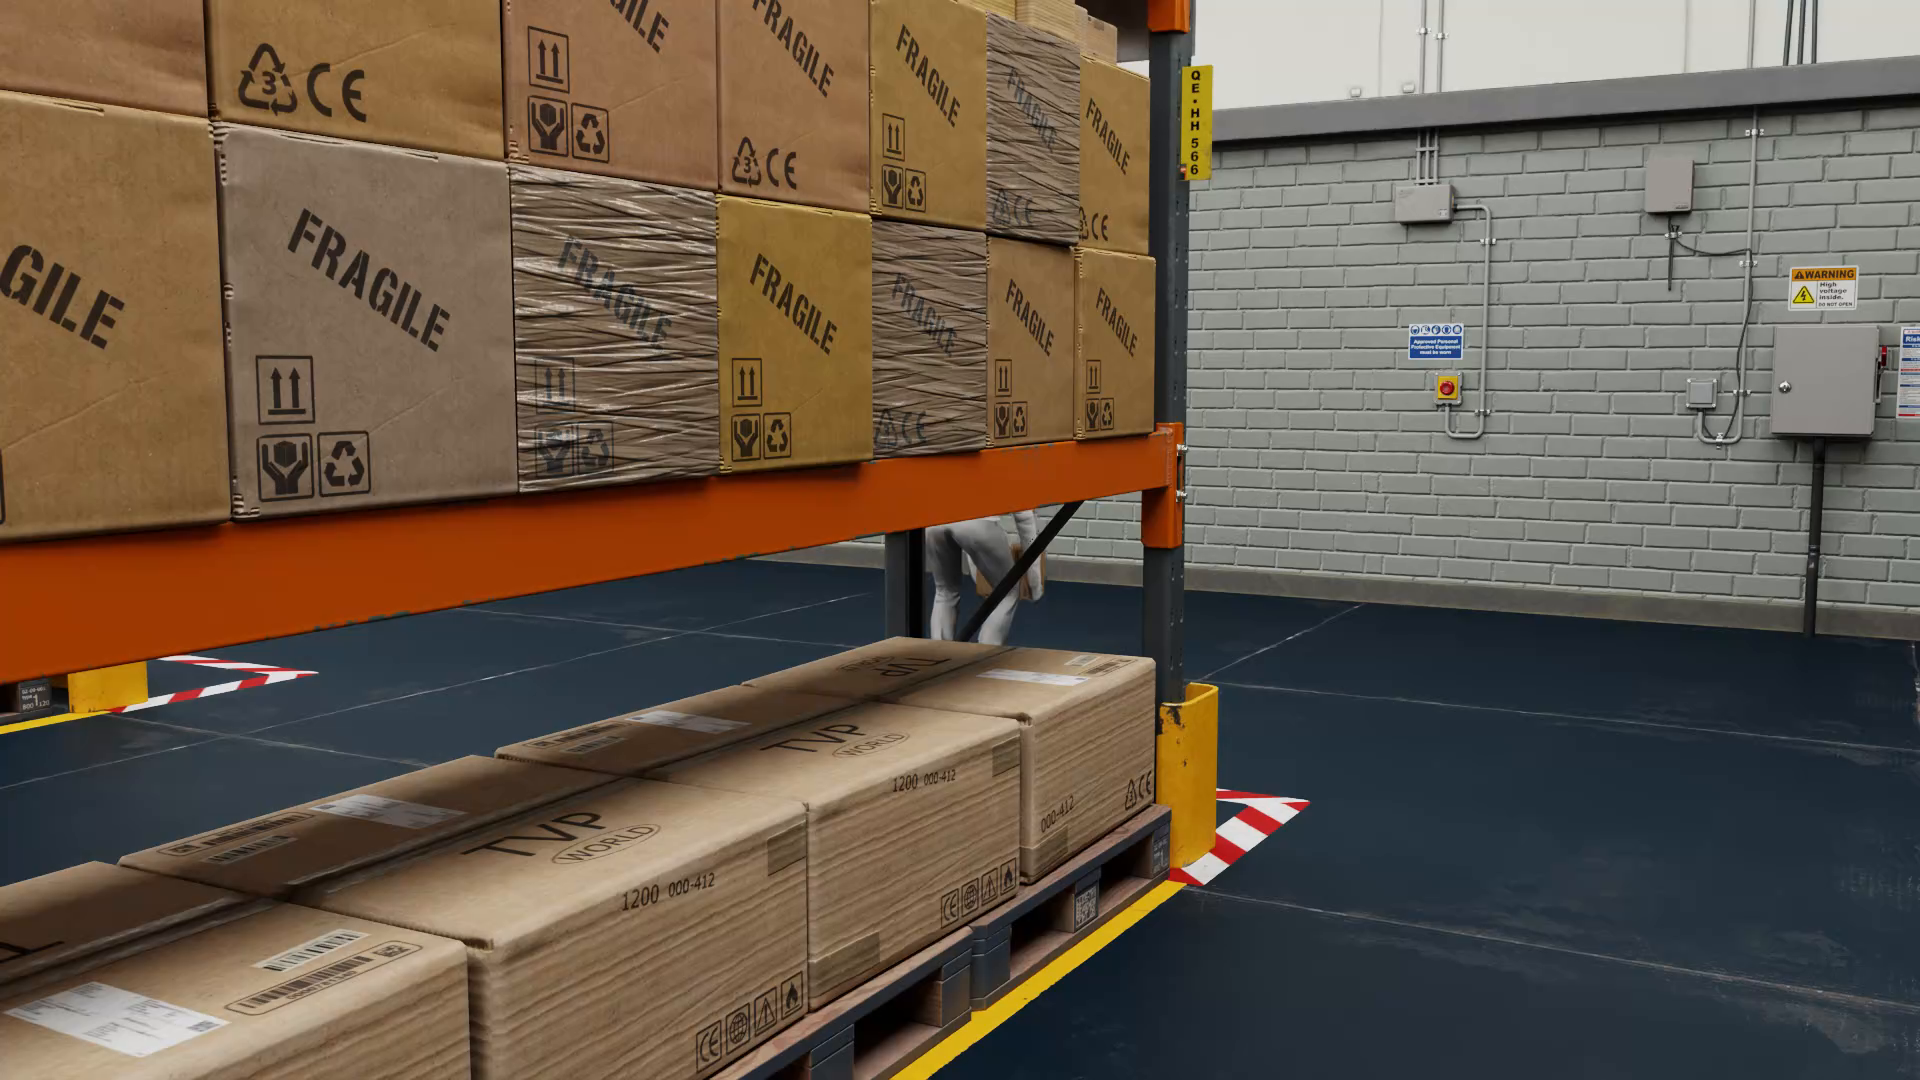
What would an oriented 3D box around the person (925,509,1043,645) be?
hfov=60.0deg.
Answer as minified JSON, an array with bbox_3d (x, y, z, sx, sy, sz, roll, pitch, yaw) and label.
[{"bbox_3d":[0.130,0.078,7.888,0.432,1.192,0.908,3,7,26],"label":"person"}]
